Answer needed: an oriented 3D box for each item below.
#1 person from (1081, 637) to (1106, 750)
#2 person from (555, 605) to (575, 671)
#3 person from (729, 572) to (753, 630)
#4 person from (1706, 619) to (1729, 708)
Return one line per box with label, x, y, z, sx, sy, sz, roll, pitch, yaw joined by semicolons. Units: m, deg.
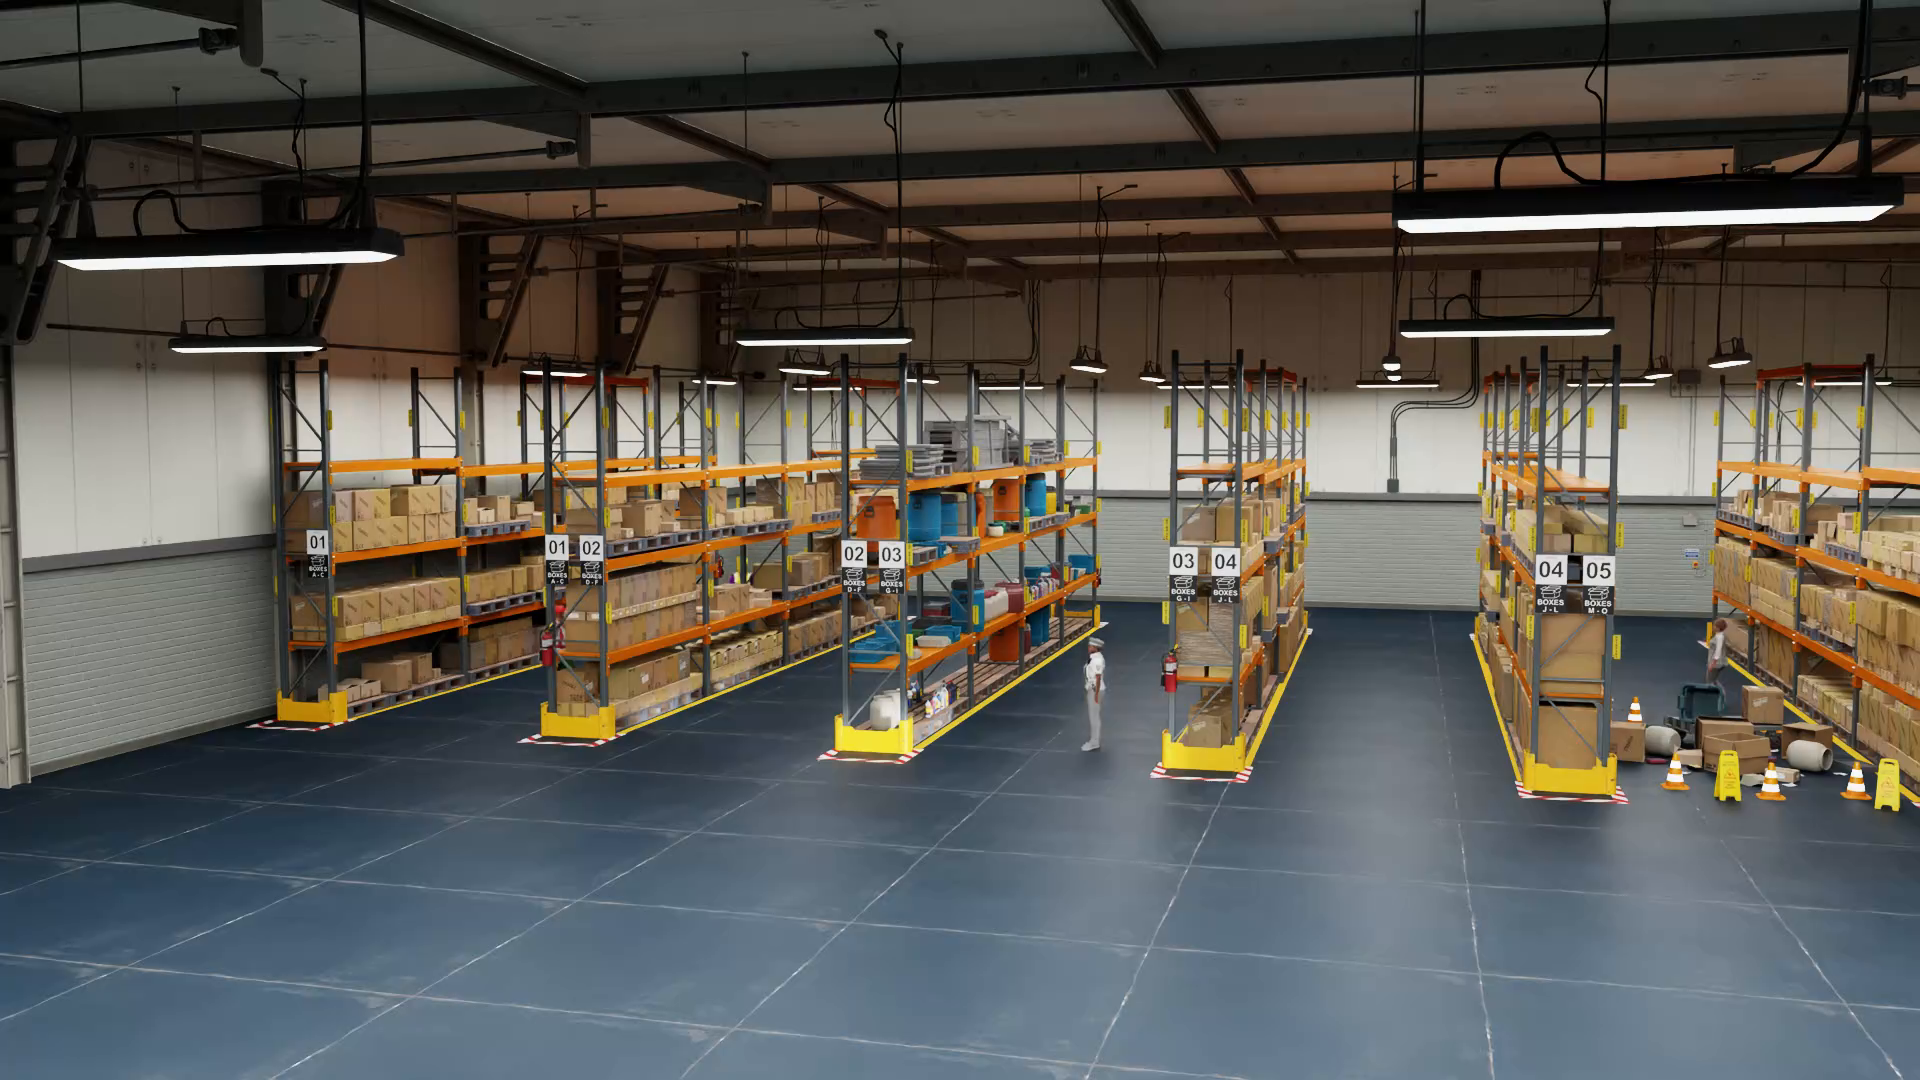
person;2.027;2.331;25.447;0.389;1.694;0.554;0;4;-1
person;-6.888;2.030;28.972;0.582;1.783;0.595;3;5;37
person;-5.125;1.353;38.754;0.530;1.730;0.986;1;4;17
person;13.111;2.161;28.845;0.445;1.606;0.365;-3;5;-35
